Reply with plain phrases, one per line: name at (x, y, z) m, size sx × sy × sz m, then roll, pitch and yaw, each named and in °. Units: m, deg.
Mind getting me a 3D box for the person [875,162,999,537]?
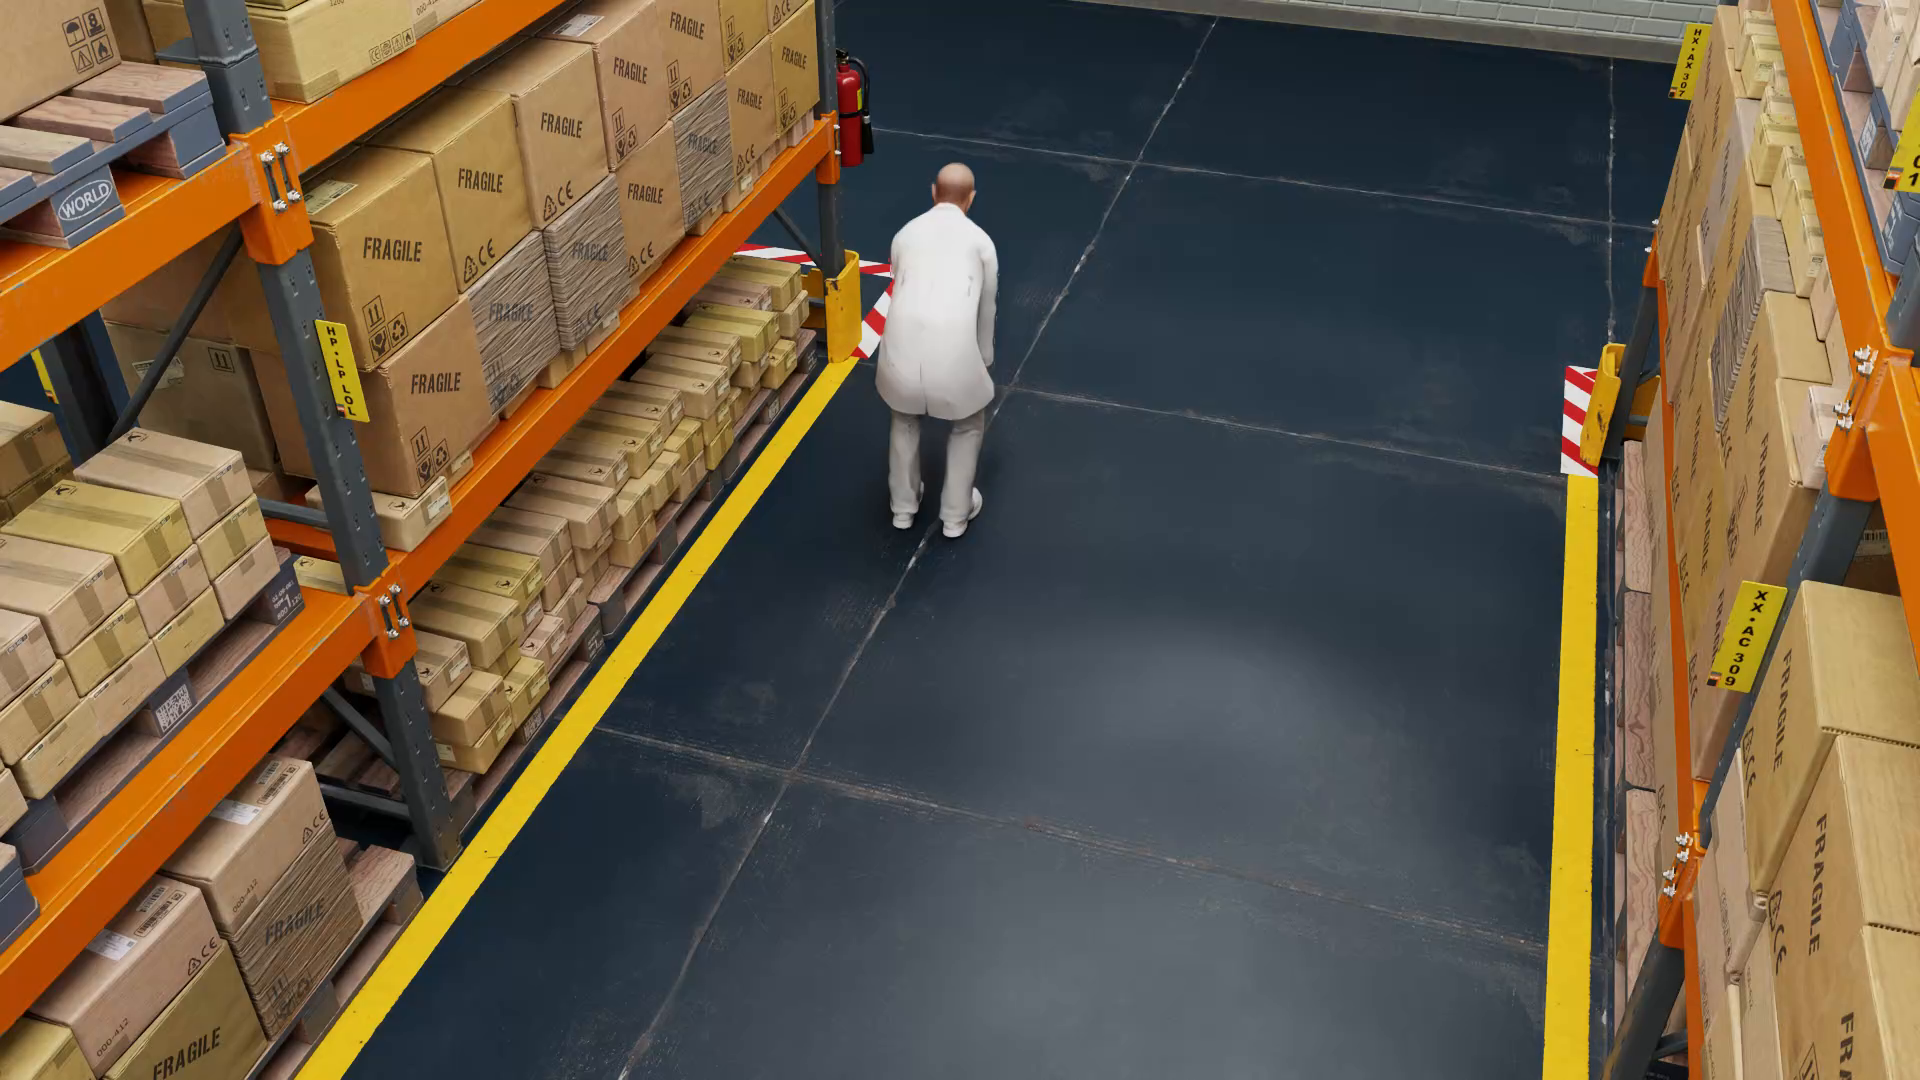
person at (-0.075, -0.837, 7.475) m, size 0.547 × 1.564 × 0.760 m, roll 9°, pitch 37°, yaw 12°
